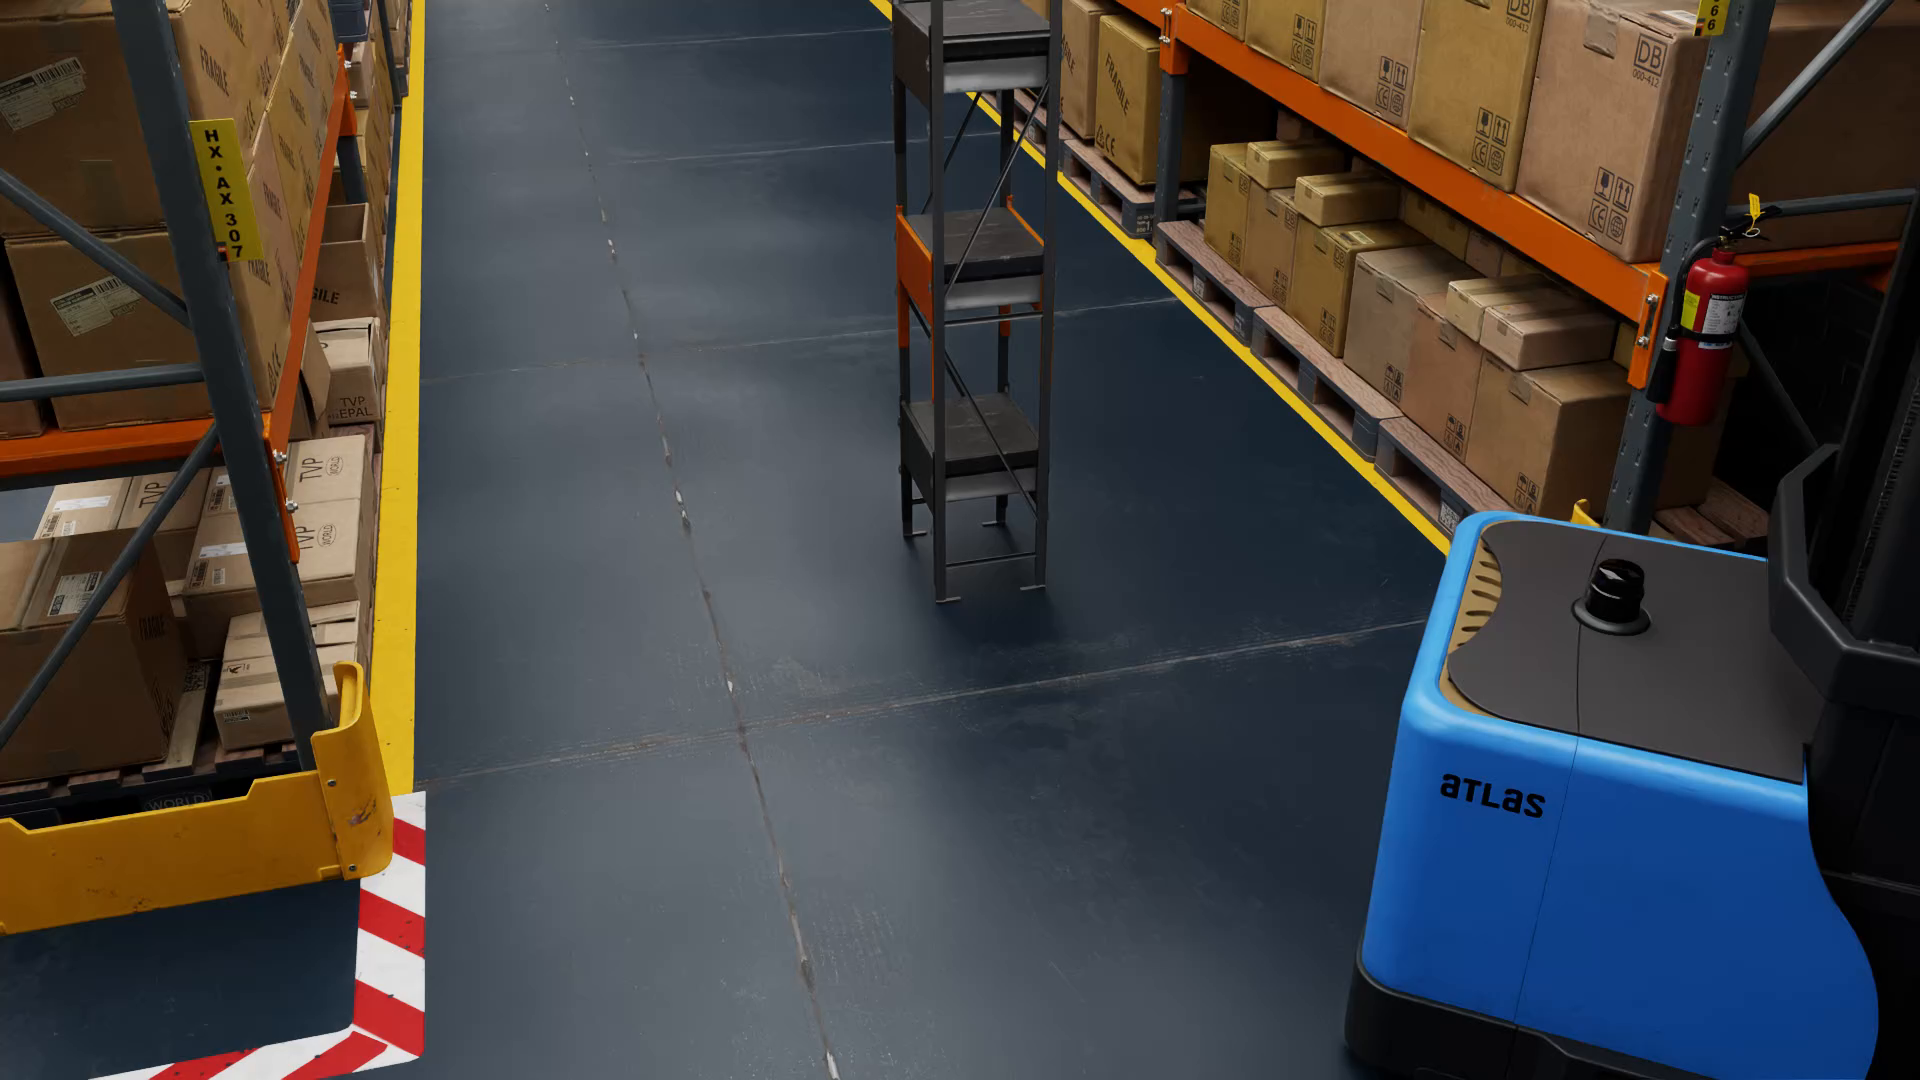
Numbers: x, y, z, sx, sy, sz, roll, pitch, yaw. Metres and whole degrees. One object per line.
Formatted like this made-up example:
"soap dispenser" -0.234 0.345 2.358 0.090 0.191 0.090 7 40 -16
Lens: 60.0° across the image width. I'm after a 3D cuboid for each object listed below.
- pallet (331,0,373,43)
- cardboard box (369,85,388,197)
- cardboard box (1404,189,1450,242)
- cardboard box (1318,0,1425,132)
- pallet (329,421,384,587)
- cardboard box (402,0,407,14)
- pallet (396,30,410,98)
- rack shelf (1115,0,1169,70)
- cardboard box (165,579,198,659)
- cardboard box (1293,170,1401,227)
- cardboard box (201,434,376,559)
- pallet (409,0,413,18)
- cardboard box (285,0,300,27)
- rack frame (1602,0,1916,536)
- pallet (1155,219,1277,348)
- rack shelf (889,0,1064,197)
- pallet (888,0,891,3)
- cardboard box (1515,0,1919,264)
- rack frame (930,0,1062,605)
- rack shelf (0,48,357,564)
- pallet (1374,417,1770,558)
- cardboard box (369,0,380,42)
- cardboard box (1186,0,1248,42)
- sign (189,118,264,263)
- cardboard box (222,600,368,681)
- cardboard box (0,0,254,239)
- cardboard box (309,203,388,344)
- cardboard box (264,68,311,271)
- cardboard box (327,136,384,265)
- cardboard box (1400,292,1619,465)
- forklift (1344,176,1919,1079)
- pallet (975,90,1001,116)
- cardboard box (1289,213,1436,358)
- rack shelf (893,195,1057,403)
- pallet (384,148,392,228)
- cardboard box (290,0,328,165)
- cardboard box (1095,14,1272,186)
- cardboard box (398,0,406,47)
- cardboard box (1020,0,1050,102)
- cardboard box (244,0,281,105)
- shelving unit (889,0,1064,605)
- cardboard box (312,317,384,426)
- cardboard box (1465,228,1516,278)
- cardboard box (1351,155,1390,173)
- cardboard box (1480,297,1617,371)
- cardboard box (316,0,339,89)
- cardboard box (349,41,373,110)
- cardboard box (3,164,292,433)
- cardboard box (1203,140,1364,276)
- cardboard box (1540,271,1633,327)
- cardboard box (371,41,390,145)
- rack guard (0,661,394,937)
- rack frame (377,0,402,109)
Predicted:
"pallet" -3.346 -2.587 7.916 1.003 0.211 1.213 -8 31 -13
"cardboard box" -3.410 -2.142 9.013 0.500 0.500 0.500 -7 31 -13
"cardboard box" 2.136 -1.404 7.110 0.380 0.149 0.250 -8 31 -14
"cardboard box" 2.055 -2.092 6.570 0.980 0.700 0.700 -9 31 -16
"pallet" -2.730 -0.140 6.282 1.003 0.211 1.213 -8 31 -13
"cardboard box" -4.570 -4.226 12.882 0.500 0.250 0.500 -7 31 -12
"pallet" -4.482 -3.397 11.908 1.003 0.211 1.213 -8 31 -13
"rack shelf" 1.005 -3.584 10.166 1.077 0.370 4.000 -8 31 -13
"cardboard box" -2.580 0.261 5.194 0.380 0.166 0.250 -8 31 -13
"cardboard box" 1.689 -1.494 7.265 0.380 0.149 0.250 -9 31 -15
"cardboard box" -2.314 -0.121 5.770 0.500 0.250 0.500 -8 31 -13
"pallet" -5.129 -4.576 13.944 1.003 0.211 1.213 -8 31 -13
"cardboard box" -2.583 -2.045 5.691 0.500 0.500 0.500 -8 31 -13
"rack frame" 2.598 -0.998 4.980 1.000 3.000 0.127 -8 31 -13
"pallet" 1.662 -1.345 8.363 1.003 0.211 1.213 -8 31 -13
"rack shelf" 0.044 -1.423 5.242 0.431 0.518 0.480 -8 31 -13
"pallet" -0.052 -4.620 14.022 1.003 0.211 1.213 -8 31 -13
"cardboard box" 2.453 -1.373 5.328 0.980 0.700 0.700 -6 31 -11
"rack frame" 0.109 -0.711 5.382 0.400 2.100 0.015 -8 31 -13
"rack shelf" -2.708 -0.992 5.688 1.077 0.370 4.000 -8 31 -13
"pallet" 2.310 -0.167 6.327 1.003 0.211 1.213 -8 31 -13
"cardboard box" -3.807 -3.187 10.070 0.500 0.250 0.500 -7 31 -11
"cardboard box" 1.664 -2.795 7.786 0.980 0.700 0.700 -7 31 -13
"sign" -1.654 -0.784 3.746 0.100 0.325 0.005 -8 31 -13
"cardboard box" -2.024 0.330 5.075 0.380 0.166 0.250 -8 31 -13
"cardboard box" -2.041 -1.063 3.994 0.500 0.500 0.500 -7 31 -12
"cardboard box" -2.814 -1.140 7.282 0.500 0.500 0.500 -8 31 -13
"cardboard box" -2.313 -1.121 5.093 0.500 0.500 0.500 -8 31 -13
"cardboard box" -3.133 -1.644 8.152 0.500 0.500 0.500 -9 31 -16
"cardboard box" 2.183 -0.664 6.479 0.700 0.500 0.500 -8 31 -13
"forklift" 2.500 0.071 3.202 3.031 2.935 1.130 12 32 19
"pallet" 0.611 -3.264 11.678 1.003 0.211 1.213 -8 31 -13
"cardboard box" 1.900 -1.164 7.342 0.700 0.500 0.500 -7 31 -12
"rack shelf" 0.044 -0.817 5.593 0.431 0.518 0.480 -8 31 -13
"pallet" -3.819 -2.040 9.565 1.003 0.211 1.213 -8 31 -13
"cardboard box" -2.582 -1.609 5.935 0.500 0.500 0.500 -7 31 -12
"cardboard box" 1.238 -2.478 9.263 0.750 0.750 0.750 -7 31 -13
"cardboard box" -4.291 -3.728 12.021 0.500 0.250 0.500 -9 31 -15
"cardboard box" 0.769 -3.316 10.712 0.750 0.750 0.750 -8 31 -14
"cardboard box" -2.315 -1.556 4.847 0.500 0.500 0.500 -7 31 -13
"shelving unit" 0.044 -0.829 5.586 0.431 2.100 0.503 -8 31 -13
"cardboard box" -2.615 -0.696 6.703 0.500 0.311 0.500 -8 31 -13
"cardboard box" 2.272 -1.158 6.684 0.380 0.149 0.250 -7 31 -13
"cardboard box" 2.001 -1.651 7.536 0.380 0.149 0.250 -9 31 -15
"cardboard box" 2.106 -0.741 5.964 0.380 0.149 0.250 -8 31 -14
"cardboard box" -2.859 -2.105 6.793 0.500 0.500 0.500 -7 31 -12
"cardboard box" -3.398 -2.451 8.798 0.500 0.250 0.500 -8 31 -13
"cardboard box" -2.041 -0.630 4.244 0.500 0.500 0.500 -7 31 -12
"cardboard box" 1.636 -1.655 8.191 0.700 0.500 0.500 -7 31 -13
"cardboard box" 2.406 -0.914 6.263 0.380 0.149 0.250 -8 31 -13
"cardboard box" -3.689 -2.639 9.872 0.500 0.500 0.500 -9 31 -15
"rack guard" -2.198 0.708 4.528 1.175 0.500 0.348 -8 31 -13
"rack frame" -4.301 -4.201 10.514 1.000 3.000 0.127 -8 31 -13
